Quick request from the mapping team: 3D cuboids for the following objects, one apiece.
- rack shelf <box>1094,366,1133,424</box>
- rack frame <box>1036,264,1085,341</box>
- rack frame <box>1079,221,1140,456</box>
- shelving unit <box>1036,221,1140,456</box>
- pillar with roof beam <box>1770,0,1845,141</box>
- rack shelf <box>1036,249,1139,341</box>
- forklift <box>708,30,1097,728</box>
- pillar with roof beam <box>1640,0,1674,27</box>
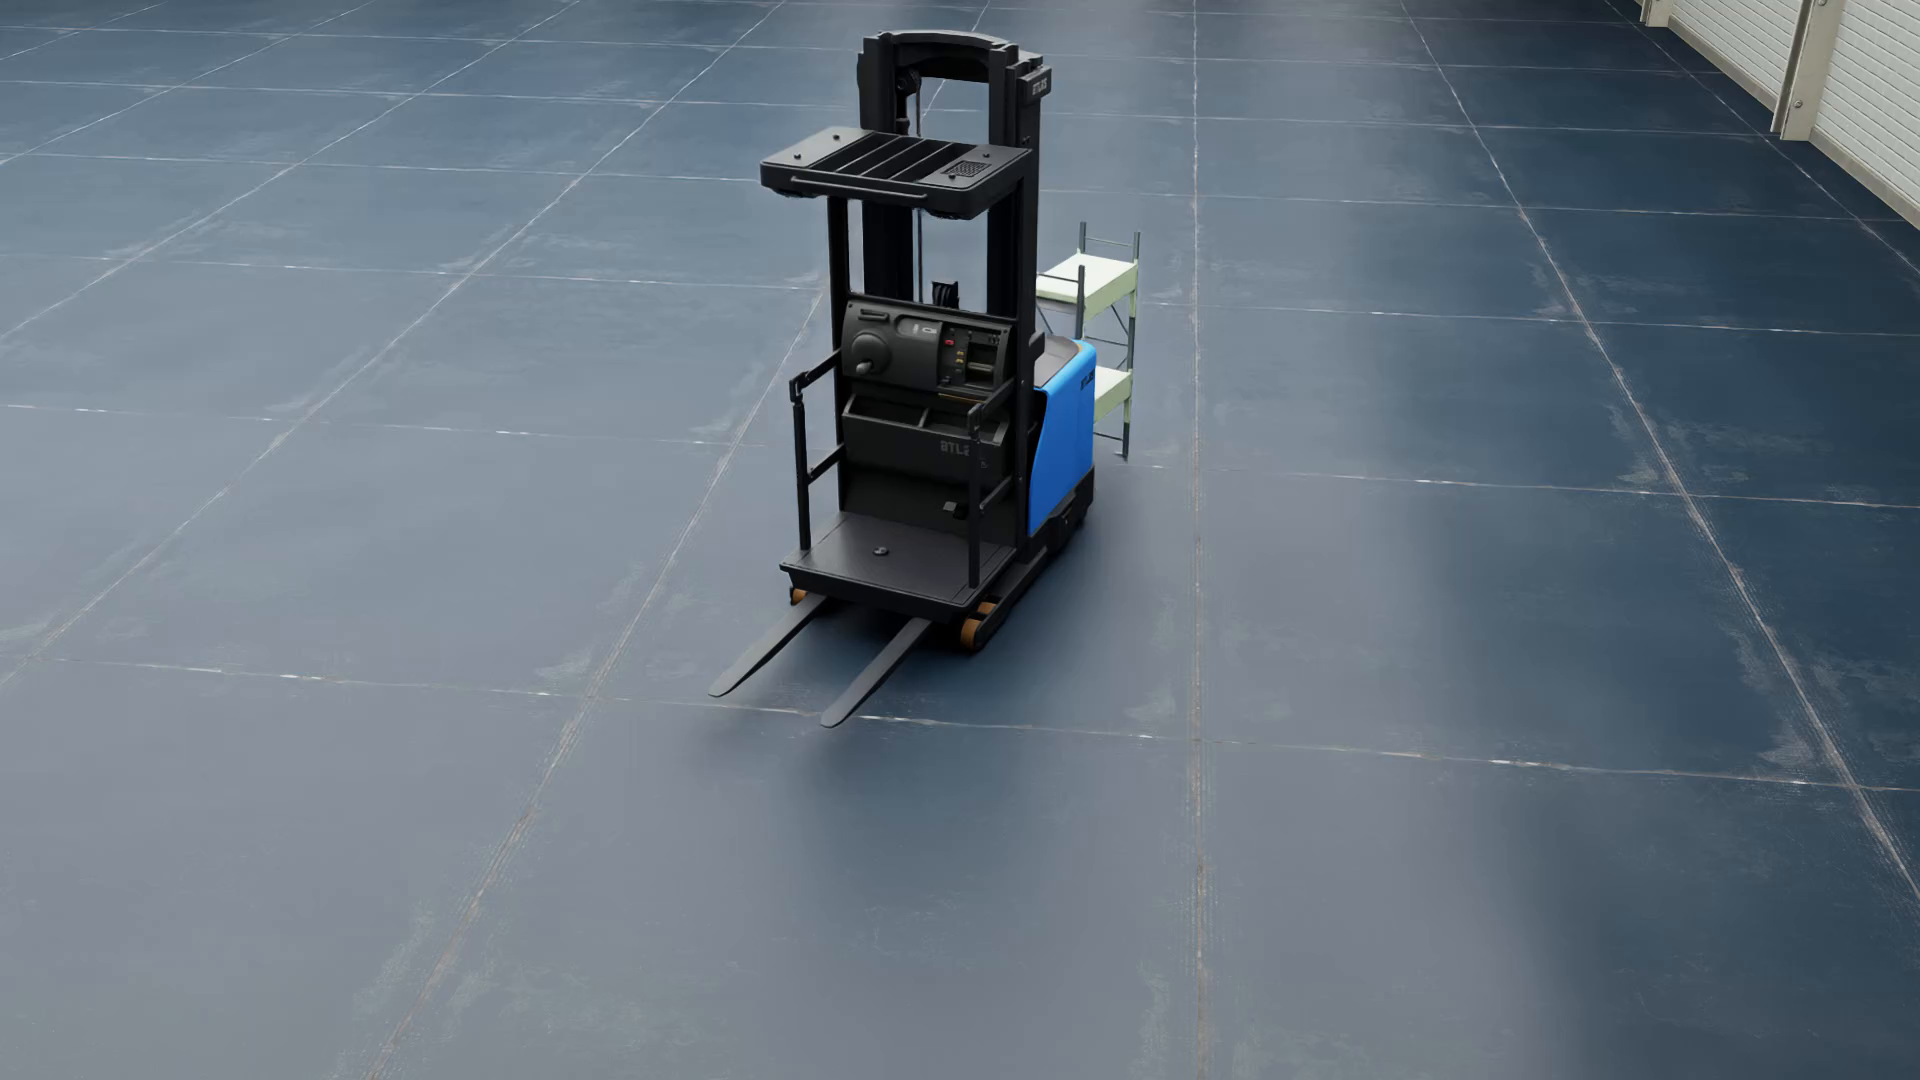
[{"bbox_3d":[0.726,-0.818,10.374,0.431,0.370,0.720,16,32,27],"label":"rack shelf"},{"bbox_3d":[0.539,-0.956,9.943,0.400,1.500,0.023,16,32,27],"label":"rack frame"},{"bbox_3d":[0.913,-1.254,10.496,0.400,1.500,0.023,16,32,27],"label":"rack frame"},{"bbox_3d":[0.726,-1.105,10.220,0.431,1.500,0.755,16,32,27],"label":"shelving unit"},{"bbox_3d":[4.607,-8.534,16.104,9.100,9.000,0.400,3,28,6],"label":"pillar with roof beam"},{"bbox_3d":[0.726,-1.448,10.034,0.431,0.370,0.720,16,32,27],"label":"rack shelf"},{"bbox_3d":[-0.269,-0.947,8.418,1.130,2.935,3.031,12,31,21],"label":"forklift"},{"bbox_3d":[5.342,-11.359,21.346,9.100,9.000,0.400,3,28,6],"label":"pillar with roof beam"}]
